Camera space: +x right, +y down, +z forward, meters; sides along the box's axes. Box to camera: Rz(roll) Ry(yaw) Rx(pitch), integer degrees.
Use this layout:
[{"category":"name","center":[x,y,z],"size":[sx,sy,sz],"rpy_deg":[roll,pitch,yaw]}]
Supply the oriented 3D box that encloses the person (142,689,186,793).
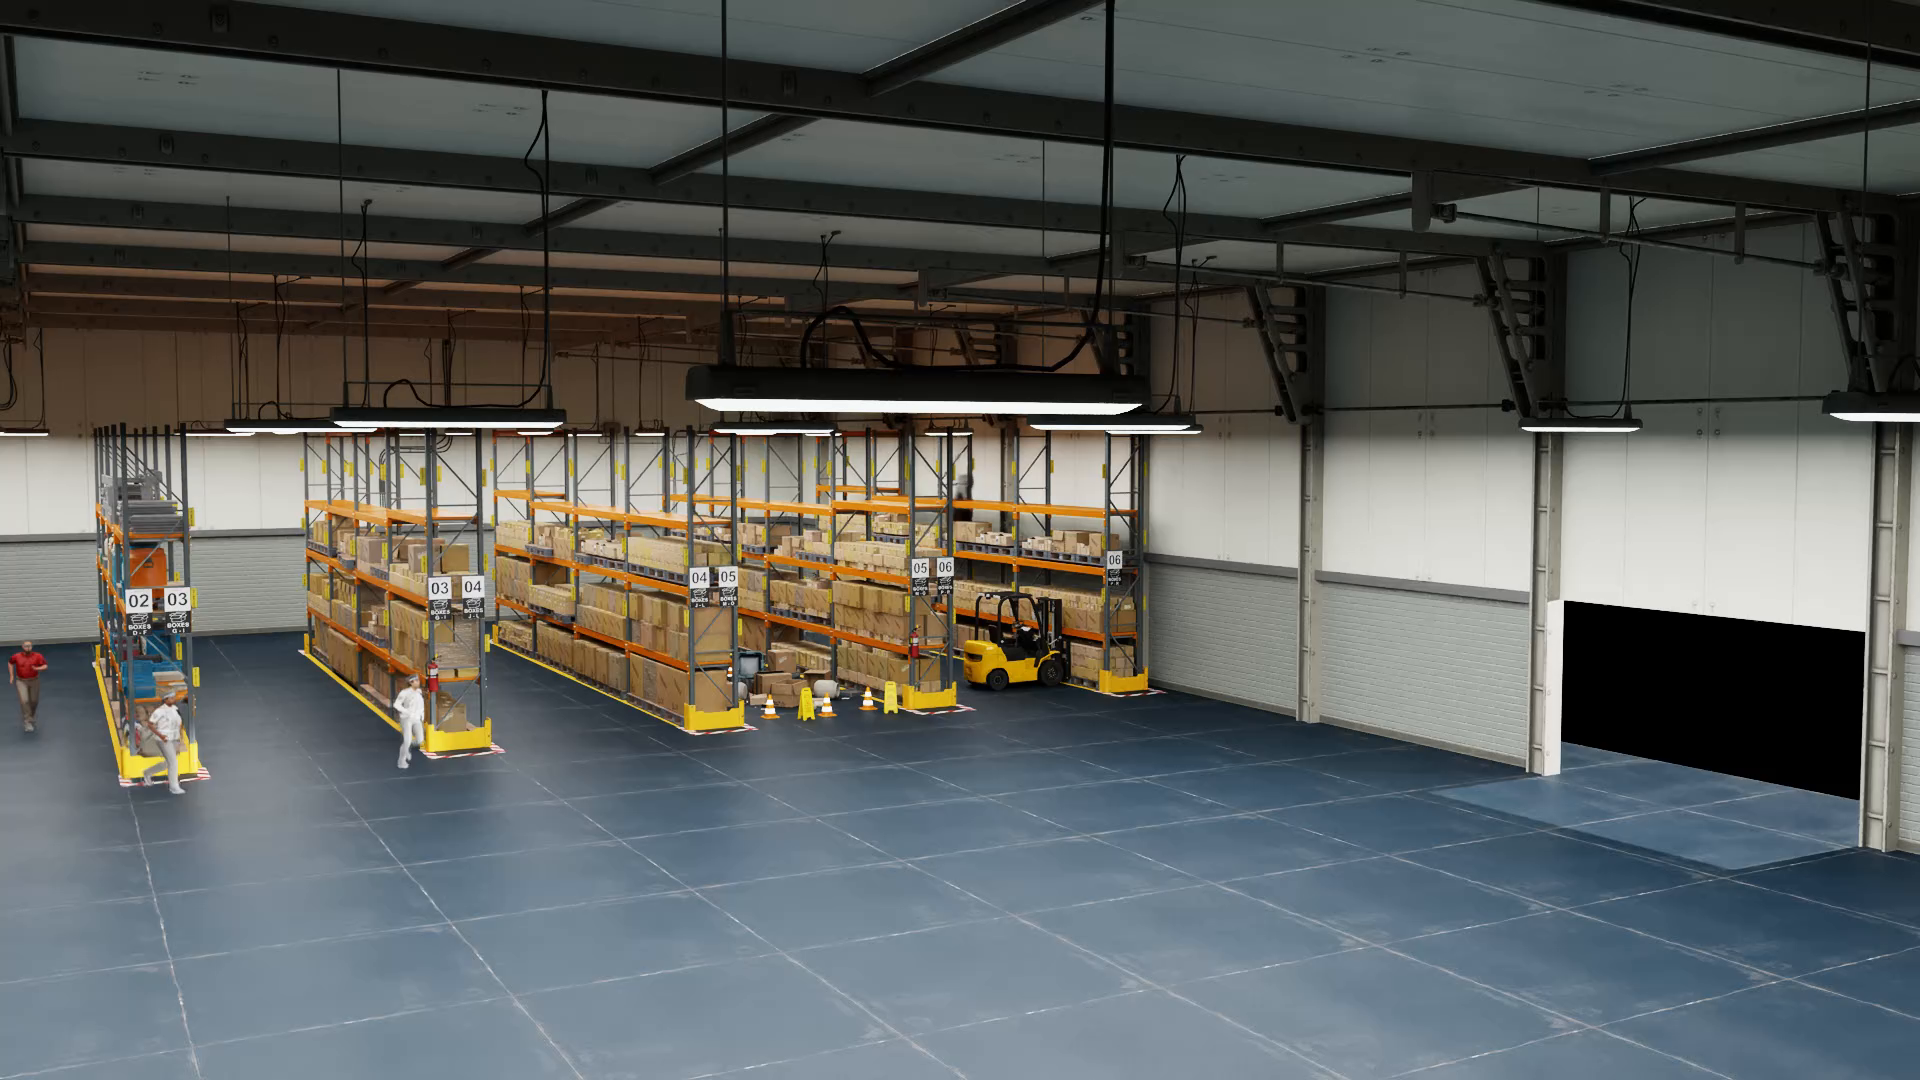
[{"category":"person","center":[-12.939,3.266,27.056],"size":[0.824,1.698,0.605],"rpy_deg":[1,4,10]}]

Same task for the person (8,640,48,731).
[{"category":"person","center":[-18.400,2.848,32.855],"size":[0.652,1.740,0.949],"rpy_deg":[-2,4,-35]}]

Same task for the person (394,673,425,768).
[{"category":"person","center":[-9.636,3.151,29.255],"size":[0.503,1.622,0.621],"rpy_deg":[3,4,38]}]
